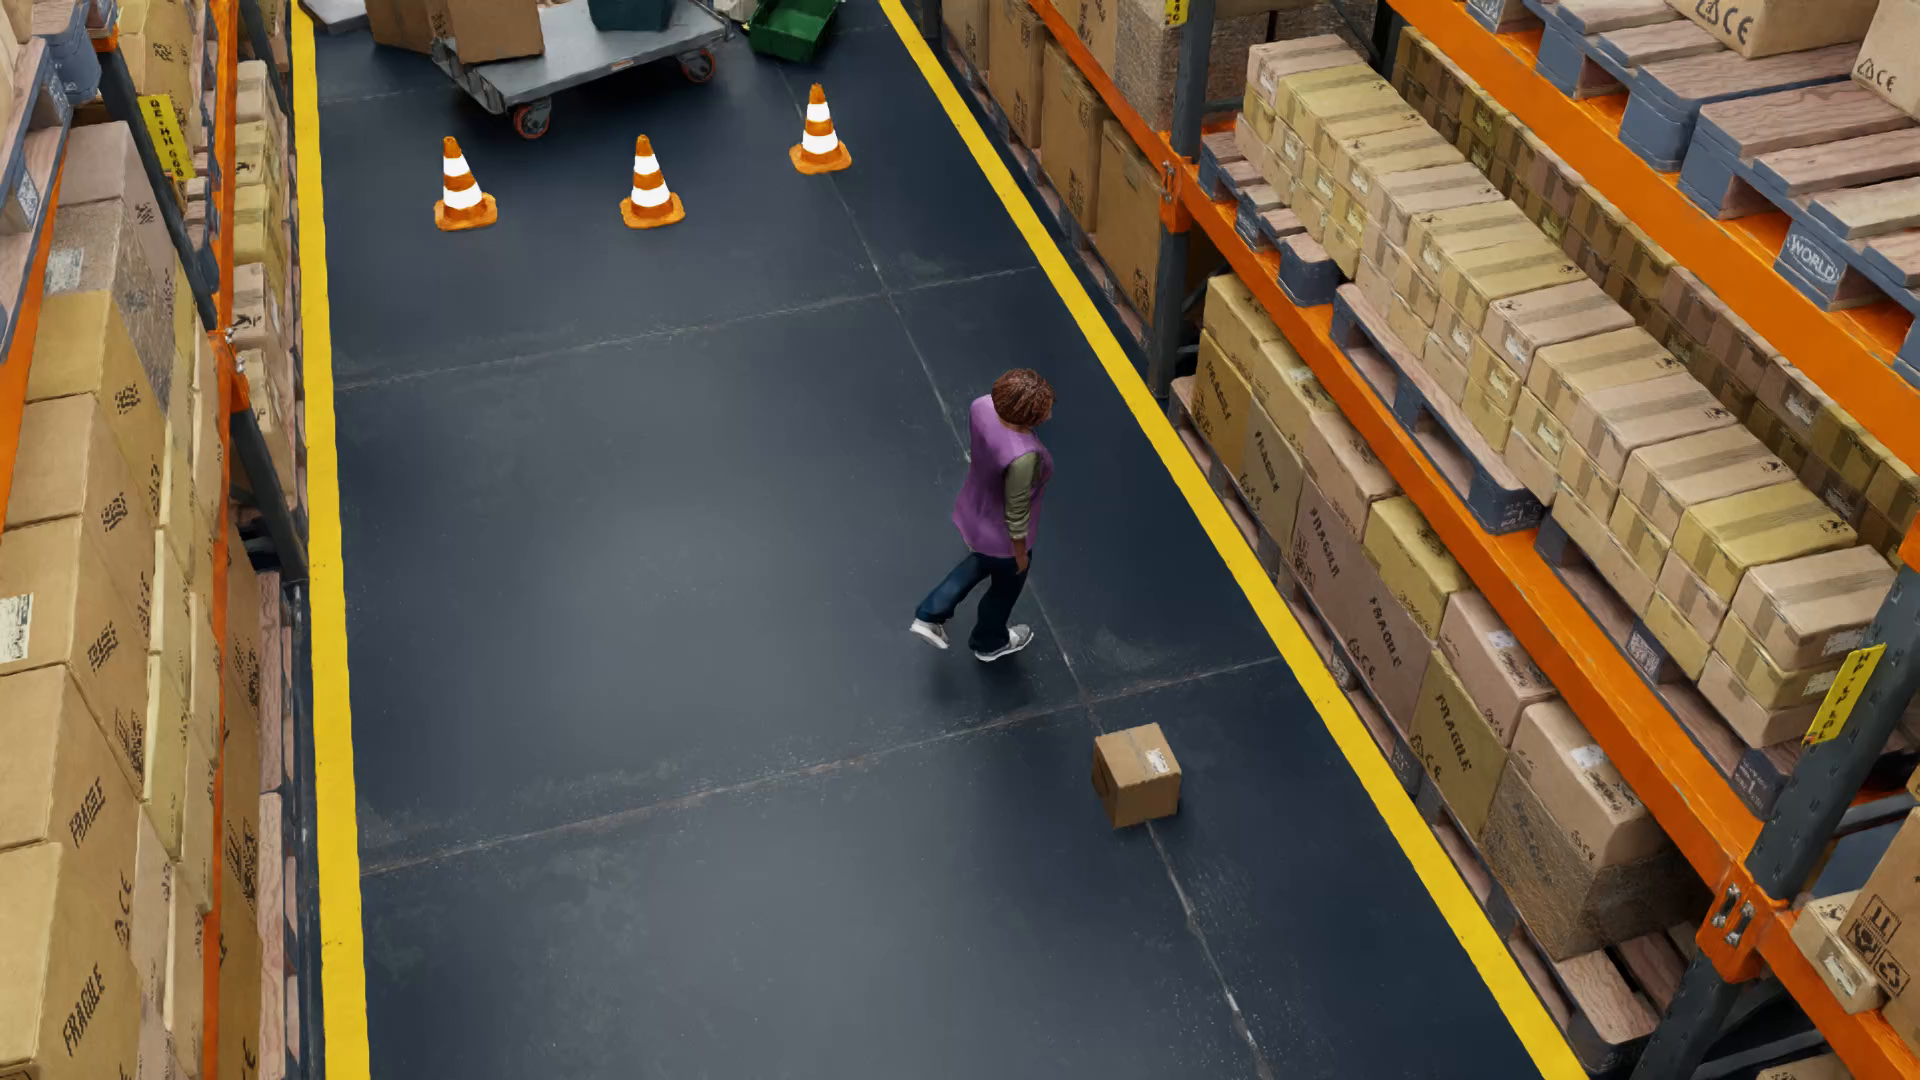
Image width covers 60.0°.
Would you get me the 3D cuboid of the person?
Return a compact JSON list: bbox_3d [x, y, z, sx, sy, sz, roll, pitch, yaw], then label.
[{"bbox_3d":[0.103,-0.030,6.219,0.545,1.560,0.463,-19,46,-19],"label":"person"}]
